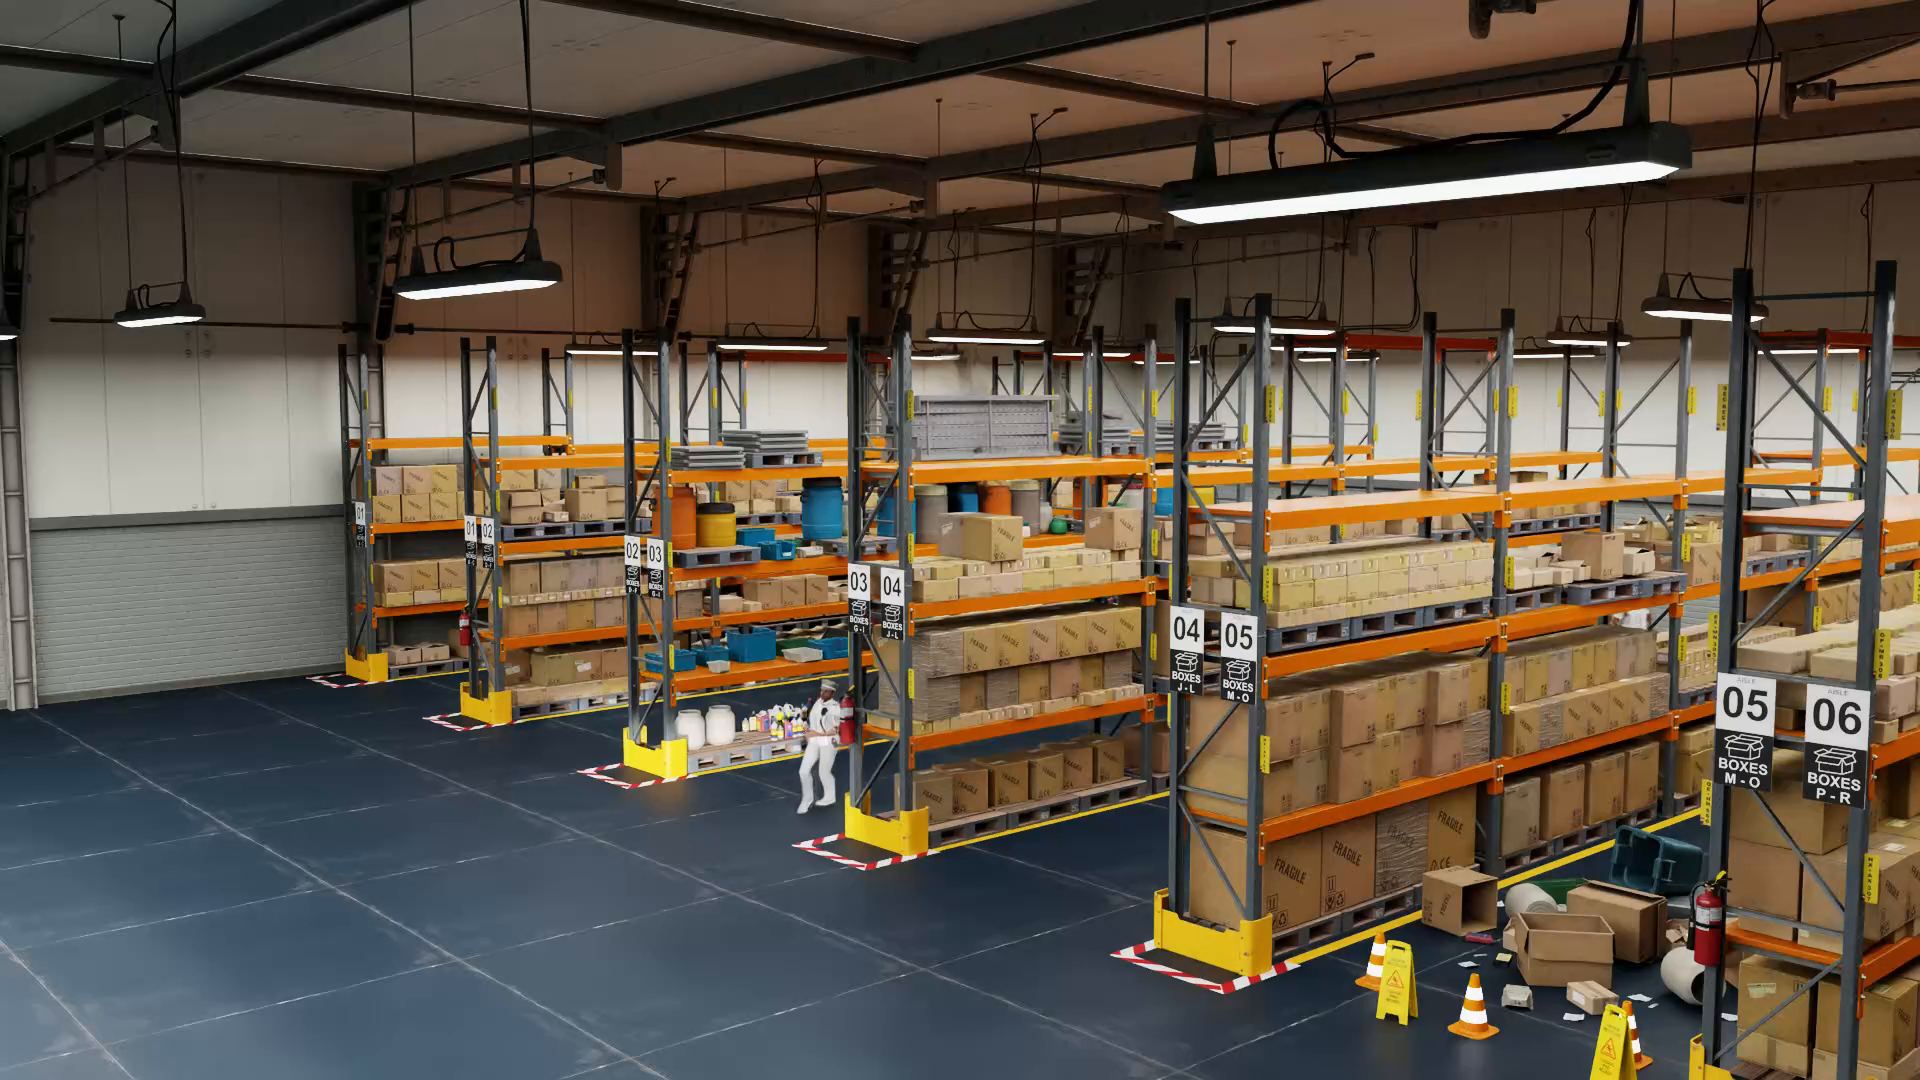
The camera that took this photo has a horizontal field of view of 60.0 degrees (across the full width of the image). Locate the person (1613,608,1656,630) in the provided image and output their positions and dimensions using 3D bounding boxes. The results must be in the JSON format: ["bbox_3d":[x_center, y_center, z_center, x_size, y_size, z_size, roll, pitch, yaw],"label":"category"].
[{"bbox_3d":[12.068,1.674,29.620,0.759,1.719,0.515,-2,5,-21],"label":"person"}]

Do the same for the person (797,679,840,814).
[{"bbox_3d":[-1.670,2.528,20.359,0.596,1.715,0.646,3,6,33],"label":"person"}]

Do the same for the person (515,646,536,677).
[{"bbox_3d":[-7.460,1.755,28.333,0.714,1.742,0.635,4,7,41],"label":"person"}]
